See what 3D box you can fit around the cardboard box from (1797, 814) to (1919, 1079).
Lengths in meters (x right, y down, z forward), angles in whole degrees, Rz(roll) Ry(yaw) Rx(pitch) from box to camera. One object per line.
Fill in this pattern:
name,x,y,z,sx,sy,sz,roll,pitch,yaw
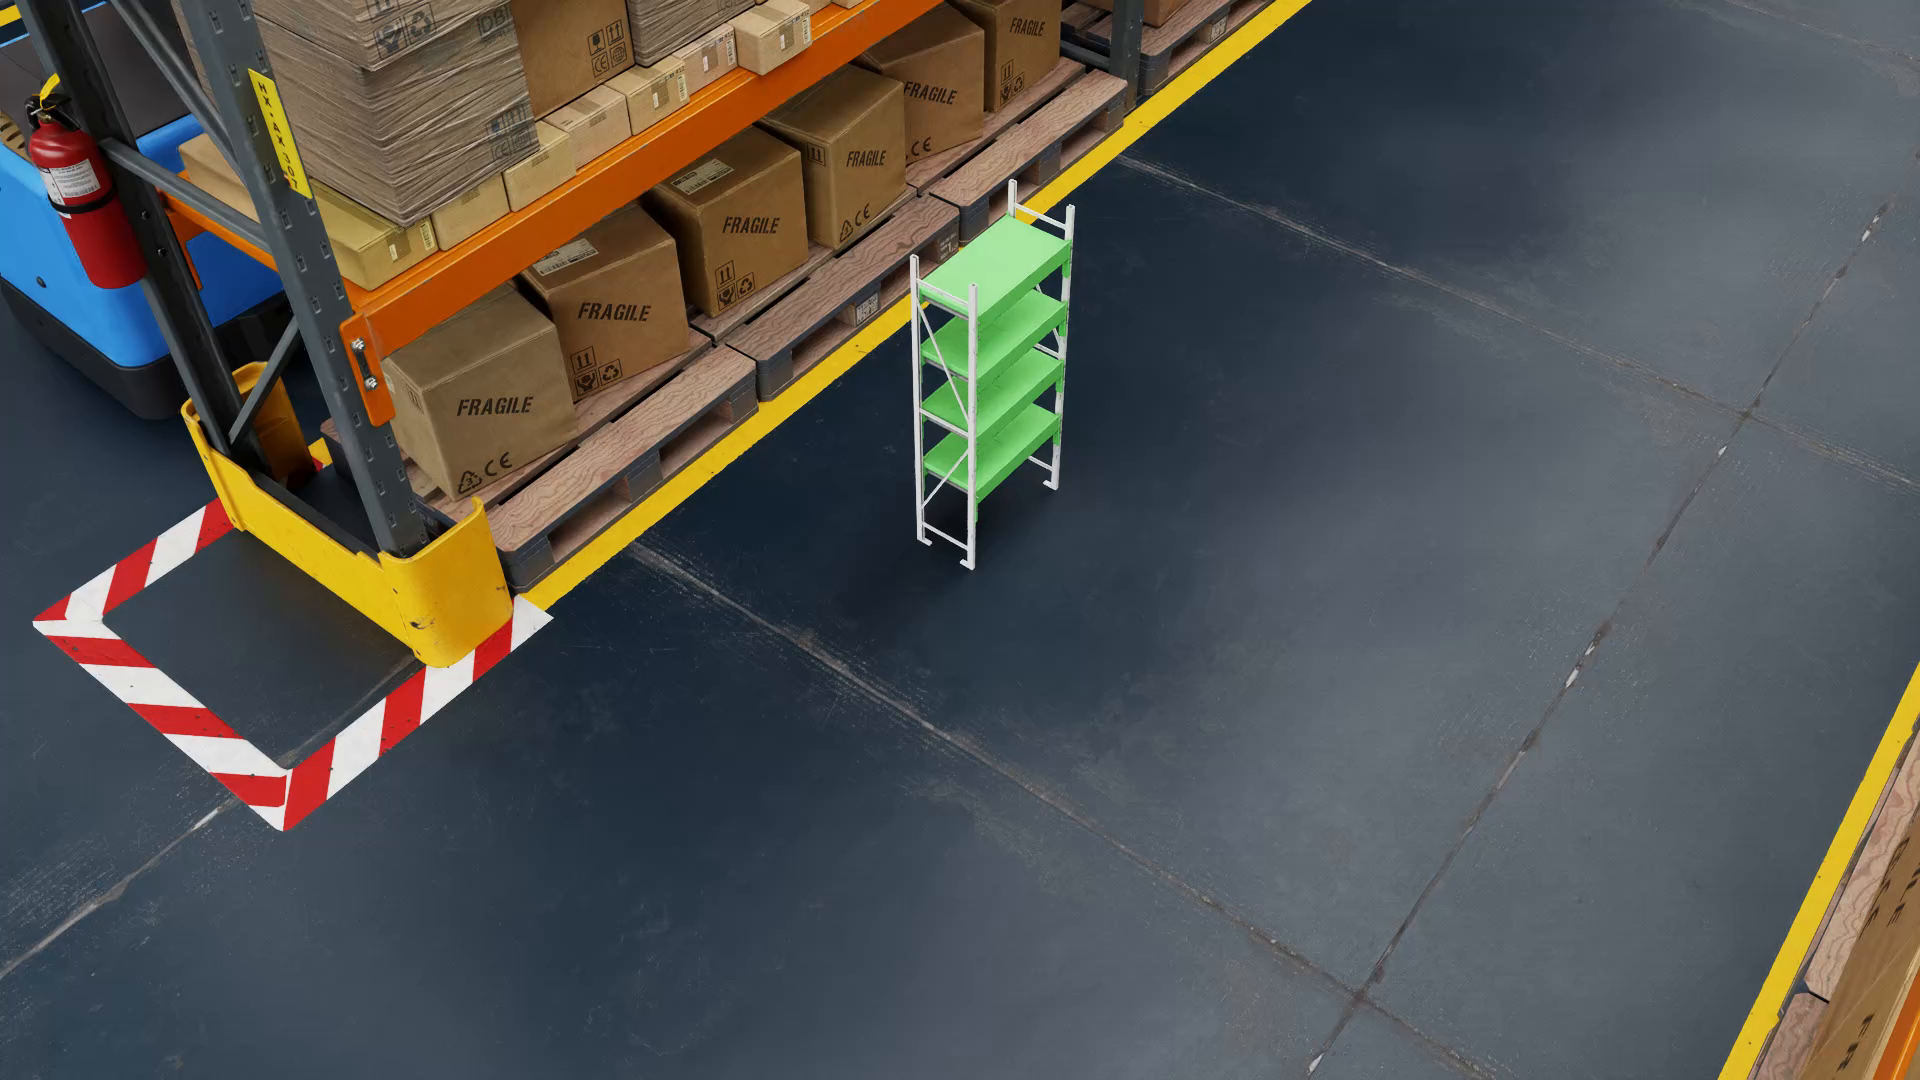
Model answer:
cardboard box,2.693,1.001,3.899,0.875,0.875,0.875,28,53,24

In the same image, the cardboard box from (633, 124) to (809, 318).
cardboard box,-0.938,-1.256,6.314,0.500,0.500,0.500,34,55,28

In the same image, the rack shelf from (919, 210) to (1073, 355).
rack shelf,0.101,-0.797,5.106,0.258,0.148,0.480,29,53,25

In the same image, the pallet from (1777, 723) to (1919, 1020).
pallet,2.967,1.109,4.544,1.003,0.211,1.213,29,53,25

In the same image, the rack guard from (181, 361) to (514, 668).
rack guard,-2.023,-0.097,5.497,1.175,0.500,0.348,29,53,25

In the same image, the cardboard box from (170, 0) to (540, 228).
cardboard box,-1.711,-1.357,4.697,0.875,0.500,0.500,29,53,25

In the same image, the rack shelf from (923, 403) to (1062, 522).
rack shelf,0.101,-0.299,5.626,0.258,0.148,0.480,29,53,25

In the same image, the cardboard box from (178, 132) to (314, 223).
cardboard box,-2.058,-1.085,4.886,0.380,0.149,0.250,29,53,25

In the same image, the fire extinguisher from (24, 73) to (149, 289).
fire extinguisher,-2.504,-1.029,4.712,0.296,0.674,0.183,29,53,25

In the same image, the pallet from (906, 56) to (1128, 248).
pallet,-0.006,-1.843,7.365,1.003,0.211,1.213,29,53,25

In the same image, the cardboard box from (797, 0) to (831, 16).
cardboard box,-0.664,-1.905,5.669,0.380,0.149,0.250,29,53,25

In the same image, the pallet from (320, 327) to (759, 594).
pallet,-1.498,-0.447,6.031,1.003,0.211,1.213,29,53,25

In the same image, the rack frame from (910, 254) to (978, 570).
rack frame,-0.048,-0.370,5.273,0.240,1.200,0.015,29,53,25

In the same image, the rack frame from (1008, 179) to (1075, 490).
rack frame,0.250,-0.649,5.540,0.240,1.200,0.015,29,53,25

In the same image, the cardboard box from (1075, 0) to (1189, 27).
cardboard box,0.769,-2.836,7.810,0.700,0.500,0.500,25,51,22

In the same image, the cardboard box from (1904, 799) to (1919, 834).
cardboard box,3.252,0.480,4.396,0.875,0.875,0.875,30,53,25

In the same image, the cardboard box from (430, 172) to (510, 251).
cardboard box,-1.538,-1.023,4.826,0.380,0.149,0.250,29,53,25

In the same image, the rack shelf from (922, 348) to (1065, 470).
rack shelf,0.101,-0.465,5.453,0.258,0.148,0.480,29,53,25

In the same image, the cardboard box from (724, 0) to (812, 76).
cardboard box,-0.712,-1.704,5.477,0.380,0.149,0.250,29,53,25

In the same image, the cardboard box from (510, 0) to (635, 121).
cardboard box,-1.500,-1.696,5.021,0.875,0.500,0.500,29,53,25

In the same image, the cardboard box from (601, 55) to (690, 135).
cardboard box,-1.079,-1.451,5.236,0.380,0.149,0.250,29,53,25

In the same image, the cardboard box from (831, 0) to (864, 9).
cardboard box,-0.451,-2.015,5.774,0.380,0.149,0.250,29,53,25

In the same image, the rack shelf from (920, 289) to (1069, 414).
rack shelf,0.101,-0.631,5.279,0.258,0.148,0.480,29,53,25

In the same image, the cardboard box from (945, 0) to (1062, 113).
cardboard box,0.100,-2.277,7.289,0.500,0.500,0.500,28,52,24

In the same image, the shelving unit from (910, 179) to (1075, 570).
shelving unit,0.101,-0.509,5.407,0.258,1.200,0.503,29,53,25

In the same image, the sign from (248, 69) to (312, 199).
sign,-1.640,-0.977,4.010,0.100,0.325,0.005,29,53,25

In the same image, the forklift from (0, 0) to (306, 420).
forklift,-2.362,-2.452,6.066,1.130,2.935,3.031,31,54,26

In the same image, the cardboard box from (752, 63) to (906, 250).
cardboard box,-0.561,-1.555,6.600,0.500,0.500,0.500,25,51,22

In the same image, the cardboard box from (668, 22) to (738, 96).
cardboard box,-0.947,-1.606,5.384,0.380,0.149,0.250,29,53,25

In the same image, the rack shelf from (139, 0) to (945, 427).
rack shelf,-0.846,-1.813,5.905,1.077,0.370,4.000,29,53,25

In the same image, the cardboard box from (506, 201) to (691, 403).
cardboard box,-1.336,-0.906,5.979,0.500,0.500,0.500,-29,53,-25

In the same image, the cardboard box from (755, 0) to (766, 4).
cardboard box,-0.845,-2.244,5.545,0.875,0.500,0.500,29,53,25

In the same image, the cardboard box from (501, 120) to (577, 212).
cardboard box,-1.373,-1.159,4.957,0.380,0.149,0.250,29,53,25

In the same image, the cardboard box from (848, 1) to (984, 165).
cardboard box,-0.244,-1.945,6.972,0.500,0.500,0.500,-26,52,-23

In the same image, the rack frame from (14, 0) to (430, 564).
rack frame,-2.069,-0.917,4.552,1.000,3.000,0.127,29,53,25

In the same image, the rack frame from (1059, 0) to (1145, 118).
rack frame,0.377,-3.206,6.738,1.000,3.000,0.127,29,53,25

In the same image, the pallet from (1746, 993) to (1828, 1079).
pallet,2.221,1.804,3.880,1.003,0.211,1.213,29,53,25

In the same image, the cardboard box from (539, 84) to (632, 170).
cardboard box,-1.237,-1.311,5.102,0.380,0.149,0.250,29,53,25

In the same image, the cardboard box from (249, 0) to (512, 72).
cardboard box,-1.517,-1.594,4.232,0.500,0.500,0.500,29,53,25

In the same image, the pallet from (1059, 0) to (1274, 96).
pallet,0.851,-2.689,8.173,1.003,0.211,1.213,29,53,25

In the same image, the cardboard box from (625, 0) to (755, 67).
cardboard box,-1.160,-1.963,5.276,0.875,0.500,0.500,29,53,25

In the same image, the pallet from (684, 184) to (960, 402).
pallet,-0.752,-1.142,6.695,1.003,0.211,1.213,29,53,25

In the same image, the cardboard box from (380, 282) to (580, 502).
cardboard box,-1.674,-0.549,5.638,0.500,0.500,0.500,-33,54,-27

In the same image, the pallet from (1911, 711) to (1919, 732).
pallet,3.713,0.408,5.214,1.003,0.211,1.213,29,53,25

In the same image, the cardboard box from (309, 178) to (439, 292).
cardboard box,-1.706,-0.888,4.698,0.380,0.149,0.250,29,53,25
